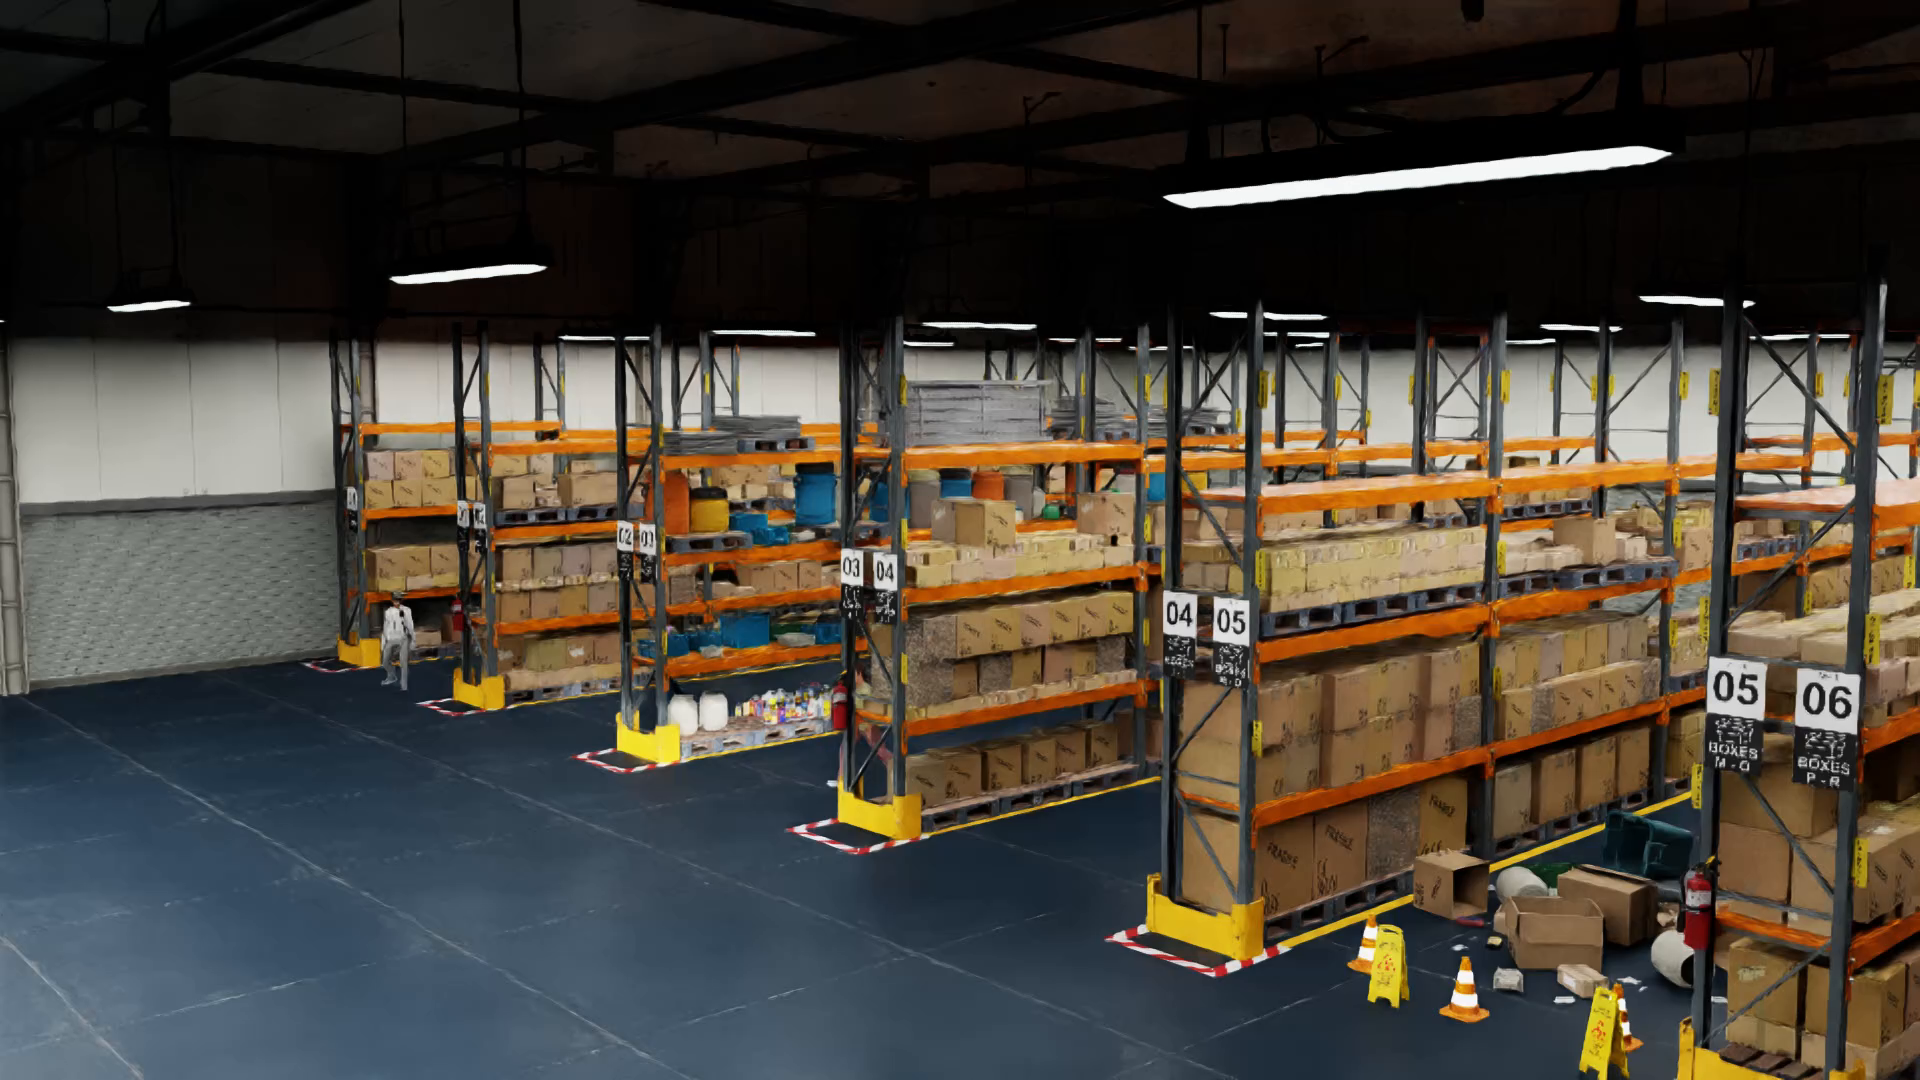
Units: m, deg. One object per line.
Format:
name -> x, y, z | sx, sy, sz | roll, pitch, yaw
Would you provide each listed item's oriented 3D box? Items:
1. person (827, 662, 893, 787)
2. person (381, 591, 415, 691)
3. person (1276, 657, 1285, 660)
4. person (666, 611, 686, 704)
person -> -1.153, 2.313, 20.765 | 0.954, 1.609, 0.490 | -2, 6, -22
person -> -9.285, 1.641, 27.344 | 0.670, 1.663, 0.500 | 1, 6, 6
person -> 4.245, 2.219, 21.668 | 1.019, 1.613, 0.453 | -5, 8, -43
person -> -4.436, 1.848, 25.764 | 0.544, 1.562, 0.614 | 5, 7, 39
